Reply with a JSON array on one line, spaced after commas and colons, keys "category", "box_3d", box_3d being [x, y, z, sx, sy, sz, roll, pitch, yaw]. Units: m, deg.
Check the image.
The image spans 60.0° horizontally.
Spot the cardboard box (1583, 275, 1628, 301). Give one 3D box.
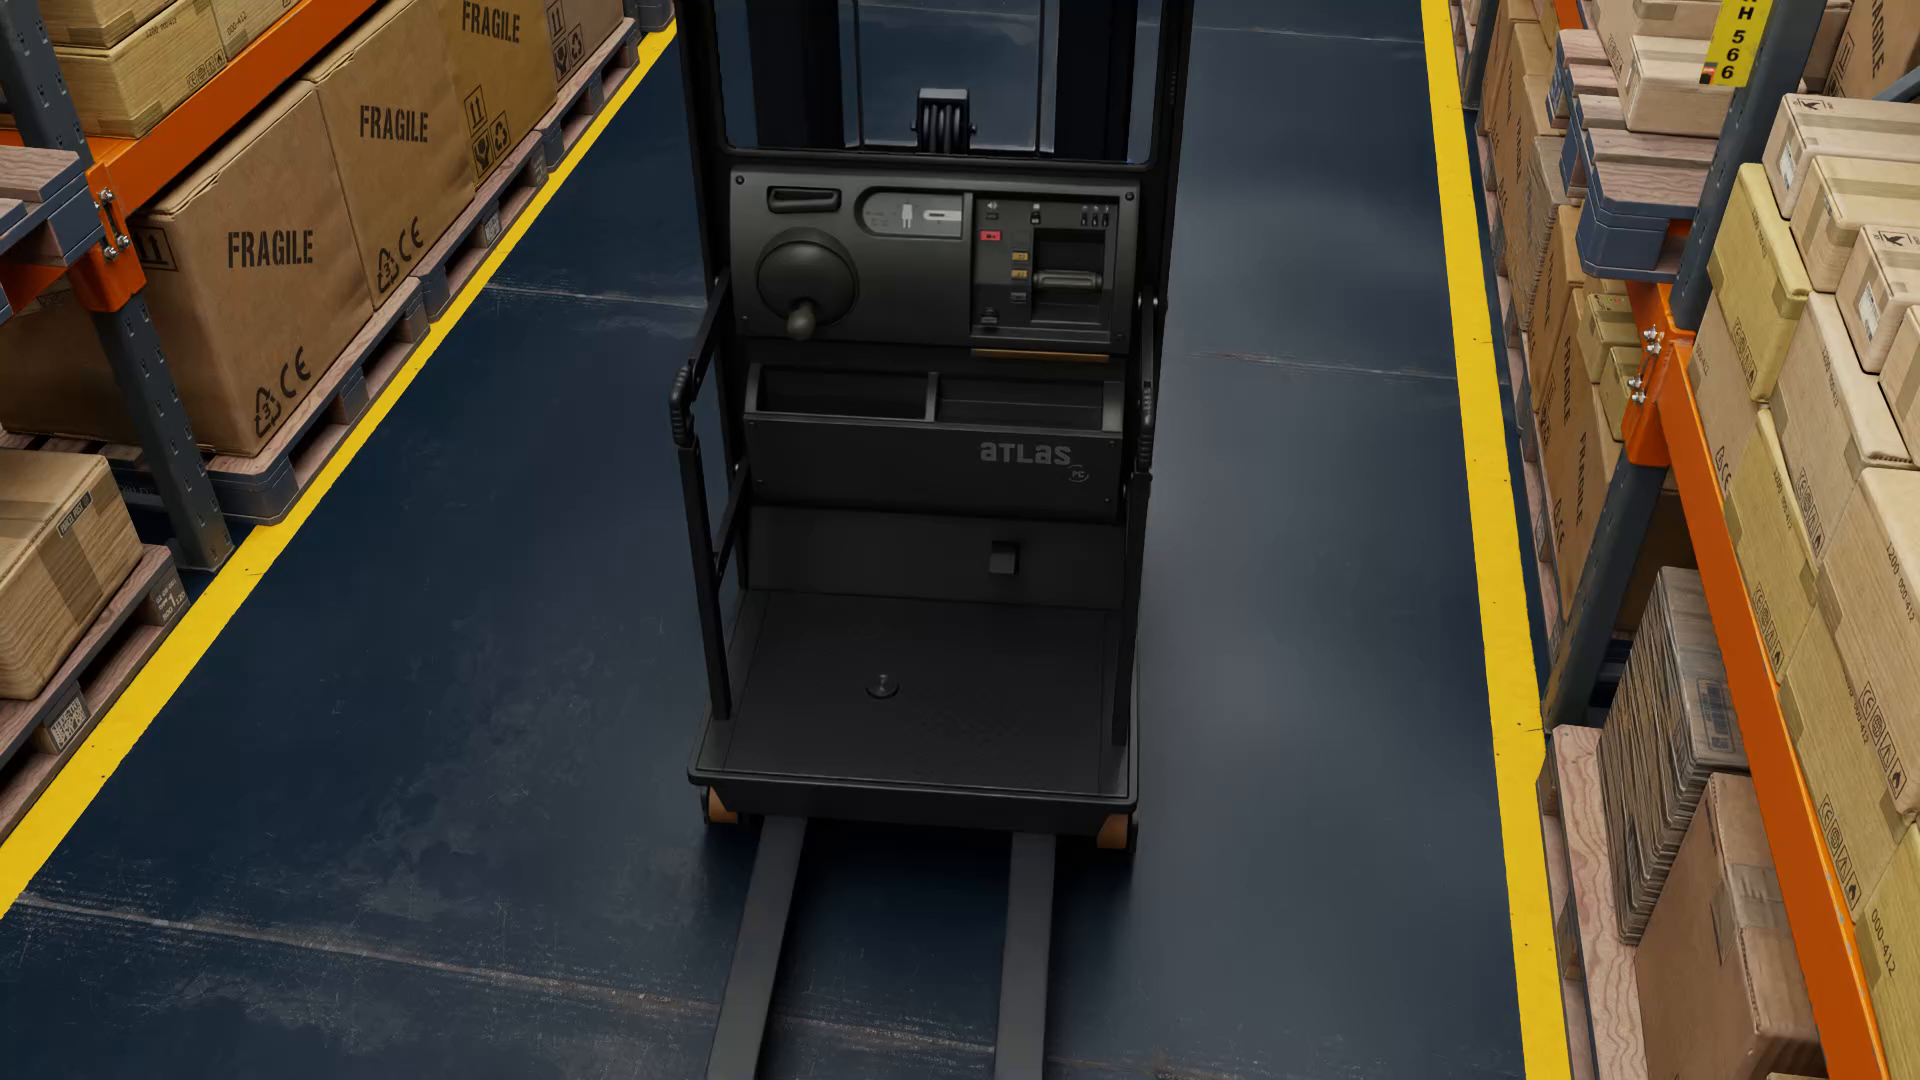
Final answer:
[{"category": "cardboard box", "box_3d": [2.059, -0.718, 4.888, 0.380, 0.149, 0.250, 5, 40, 6]}]

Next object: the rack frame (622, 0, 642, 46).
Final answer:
[{"category": "rack frame", "box_3d": [-2.080, -3.652, 7.313, 1.000, 3.000, 0.127, 6, 40, 8]}]

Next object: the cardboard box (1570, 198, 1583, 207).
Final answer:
[{"category": "cardboard box", "box_3d": [2.210, -1.212, 5.485, 0.380, 0.149, 0.250, 5, 40, 6]}]

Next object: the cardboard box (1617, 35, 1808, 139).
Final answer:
[{"category": "cardboard box", "box_3d": [1.853, -1.116, 4.114, 0.380, 0.149, 0.250, 7, 40, 8]}]

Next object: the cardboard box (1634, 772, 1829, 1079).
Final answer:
[{"category": "cardboard box", "box_3d": [1.890, 0.957, 3.272, 0.875, 0.625, 0.625, 8, 40, 9]}]

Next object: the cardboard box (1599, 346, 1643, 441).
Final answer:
[{"category": "cardboard box", "box_3d": [1.953, -0.383, 4.483, 0.380, 0.149, 0.250, 5, 40, 5]}]

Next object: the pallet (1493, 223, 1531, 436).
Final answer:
[{"category": "pallet", "box_3d": [2.497, -0.750, 5.992, 1.003, 0.211, 1.213, 6, 40, 8]}]

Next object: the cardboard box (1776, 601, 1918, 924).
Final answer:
[{"category": "cardboard box", "box_3d": [1.625, 0.352, 2.588, 0.500, 0.250, 0.500, 5, 40, 6]}]

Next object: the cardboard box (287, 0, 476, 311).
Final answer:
[{"category": "cardboard box", "box_3d": [-2.413, -1.469, 6.010, 0.875, 0.875, 0.875, 7, 40, 8]}]

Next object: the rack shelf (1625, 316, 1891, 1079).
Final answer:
[{"category": "rack shelf", "box_3d": [1.771, 0.936, 2.329, 1.077, 0.370, 4.000, 6, 40, 8]}]

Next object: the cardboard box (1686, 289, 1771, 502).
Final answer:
[{"category": "cardboard box", "box_3d": [1.800, -0.288, 3.361, 0.500, 0.250, 0.500, 7, 40, 8]}]

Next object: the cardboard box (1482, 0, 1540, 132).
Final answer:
[{"category": "cardboard box", "box_3d": [2.504, -2.027, 6.980, 0.500, 0.500, 0.500, 8, 40, 10]}]

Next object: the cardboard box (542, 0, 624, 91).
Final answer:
[{"category": "cardboard box", "box_3d": [-2.109, -2.597, 7.375, 0.875, 0.875, 0.875, 8, 40, 9]}]

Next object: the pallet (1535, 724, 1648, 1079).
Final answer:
[{"category": "pallet", "box_3d": [1.936, 0.990, 3.887, 1.003, 0.211, 1.213, 6, 40, 8]}]

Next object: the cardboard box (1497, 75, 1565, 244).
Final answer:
[{"category": "cardboard box", "box_3d": [2.331, -1.379, 6.196, 0.500, 0.500, 0.500, 5, 40, 6]}]

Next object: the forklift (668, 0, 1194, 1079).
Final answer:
[{"category": "forklift", "box_3d": [-0.079, -0.560, 3.627, 1.130, 2.935, 3.031, 3, 40, 4]}]

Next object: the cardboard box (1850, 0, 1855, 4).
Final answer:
[{"category": "cardboard box", "box_3d": [2.217, -1.843, 4.715, 0.797, 0.503, 0.637, 6, 40, 7]}]

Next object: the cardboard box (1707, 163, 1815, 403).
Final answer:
[{"category": "cardboard box", "box_3d": [1.775, -0.483, 3.206, 0.500, 0.250, 0.500, 6, 40, 8]}]

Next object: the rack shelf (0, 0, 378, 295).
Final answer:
[{"category": "rack shelf", "box_3d": [-2.426, -2.120, 6.024, 1.077, 0.370, 4.000, 6, 40, 8]}]

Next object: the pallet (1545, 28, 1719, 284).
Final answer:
[{"category": "pallet", "box_3d": [2.165, -0.956, 4.203, 1.213, 0.211, 1.003, 6, 40, 8]}]

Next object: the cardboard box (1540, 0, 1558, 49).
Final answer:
[{"category": "cardboard box", "box_3d": [2.480, -2.015, 6.457, 0.380, 0.149, 0.250, 4, 40, 5]}]

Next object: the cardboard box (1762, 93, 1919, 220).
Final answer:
[{"category": "cardboard box", "box_3d": [1.772, -0.718, 3.177, 0.380, 0.149, 0.250, 8, 40, 9]}]

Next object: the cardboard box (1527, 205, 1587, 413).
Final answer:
[{"category": "cardboard box", "box_3d": [2.163, -0.726, 5.406, 0.500, 0.500, 0.500, 8, 40, 10]}]

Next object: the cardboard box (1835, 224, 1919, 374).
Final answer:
[{"category": "cardboard box", "box_3d": [1.708, -0.386, 2.775, 0.380, 0.149, 0.250, 7, 40, 9]}]

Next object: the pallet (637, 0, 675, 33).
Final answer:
[{"category": "pallet", "box_3d": [-1.872, -3.046, 8.769, 1.003, 0.211, 1.213, 6, 40, 8]}]

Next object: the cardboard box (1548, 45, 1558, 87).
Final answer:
[{"category": "cardboard box", "box_3d": [2.366, -1.689, 6.062, 0.380, 0.149, 0.250, 6, 40, 8]}]

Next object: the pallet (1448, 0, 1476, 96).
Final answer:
[{"category": "pallet", "box_3d": [2.929, -2.463, 8.064, 1.003, 0.211, 1.213, 6, 40, 8]}]

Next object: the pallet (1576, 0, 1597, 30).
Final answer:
[{"category": "pallet", "box_3d": [2.449, -1.744, 5.156, 1.003, 0.211, 1.213, 6, 40, 8]}]

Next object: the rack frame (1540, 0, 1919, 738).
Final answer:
[{"category": "rack frame", "box_3d": [2.117, -0.597, 3.618, 1.000, 3.000, 0.127, 6, 40, 8]}]

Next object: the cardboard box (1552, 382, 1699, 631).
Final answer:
[{"category": "cardboard box", "box_3d": [1.978, -0.084, 4.630, 0.500, 0.500, 0.500, 7, 40, 9]}]

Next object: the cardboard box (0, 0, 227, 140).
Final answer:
[{"category": "cardboard box", "box_3d": [-2.440, -1.363, 4.663, 0.500, 0.250, 0.500, 6, 40, 7]}]

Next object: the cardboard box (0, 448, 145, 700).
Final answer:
[{"category": "cardboard box", "box_3d": [-2.880, 0.062, 4.553, 0.950, 0.372, 0.625, 4, 40, 5]}]

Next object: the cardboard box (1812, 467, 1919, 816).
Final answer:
[{"category": "cardboard box", "box_3d": [1.603, 0.160, 2.427, 0.500, 0.250, 0.500, 5, 40, 7]}]

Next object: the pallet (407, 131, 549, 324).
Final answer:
[{"category": "pallet", "box_3d": [-2.348, -1.317, 6.677, 1.003, 0.211, 1.213, 6, 40, 8]}]
